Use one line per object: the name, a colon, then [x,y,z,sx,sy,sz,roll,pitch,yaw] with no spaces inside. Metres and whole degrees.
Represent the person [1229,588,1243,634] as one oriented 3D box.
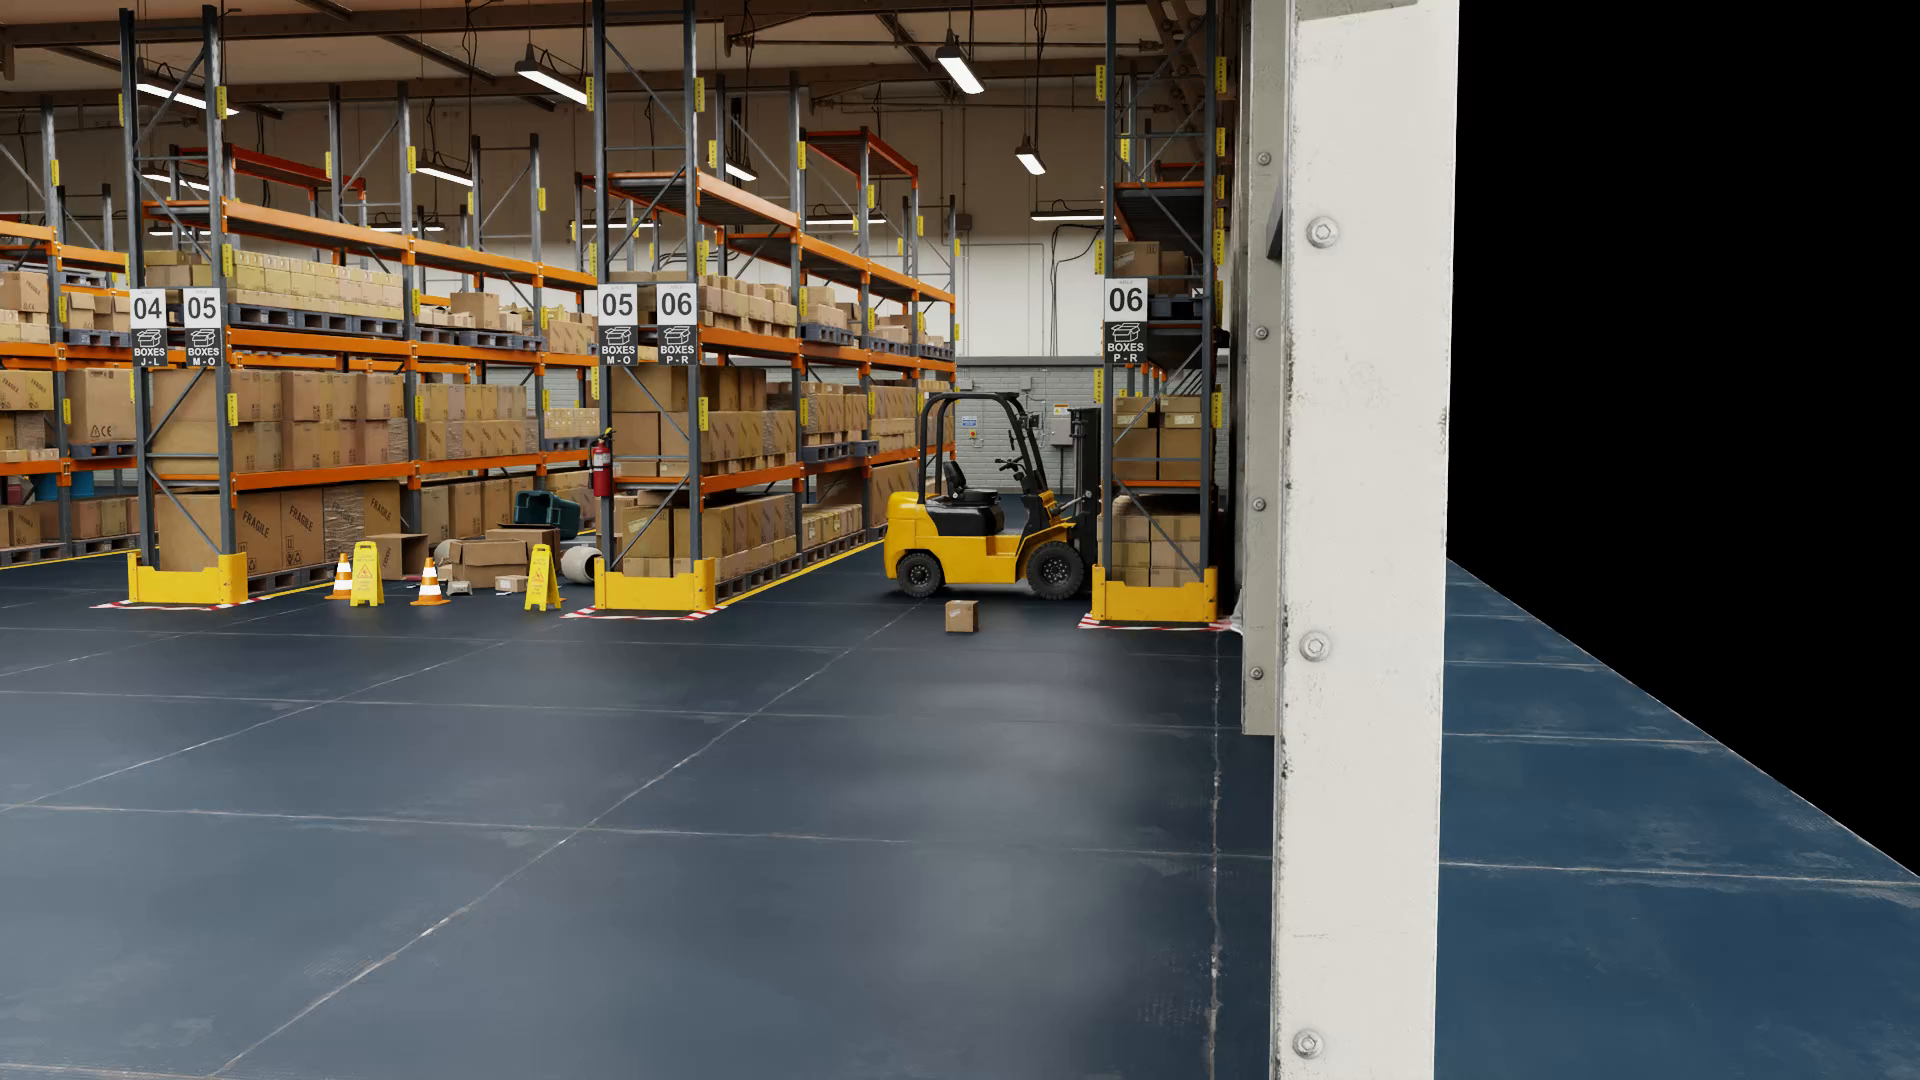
person: [2.675,0.034,14.624,0.589,1.607,0.427,1,5,8]
